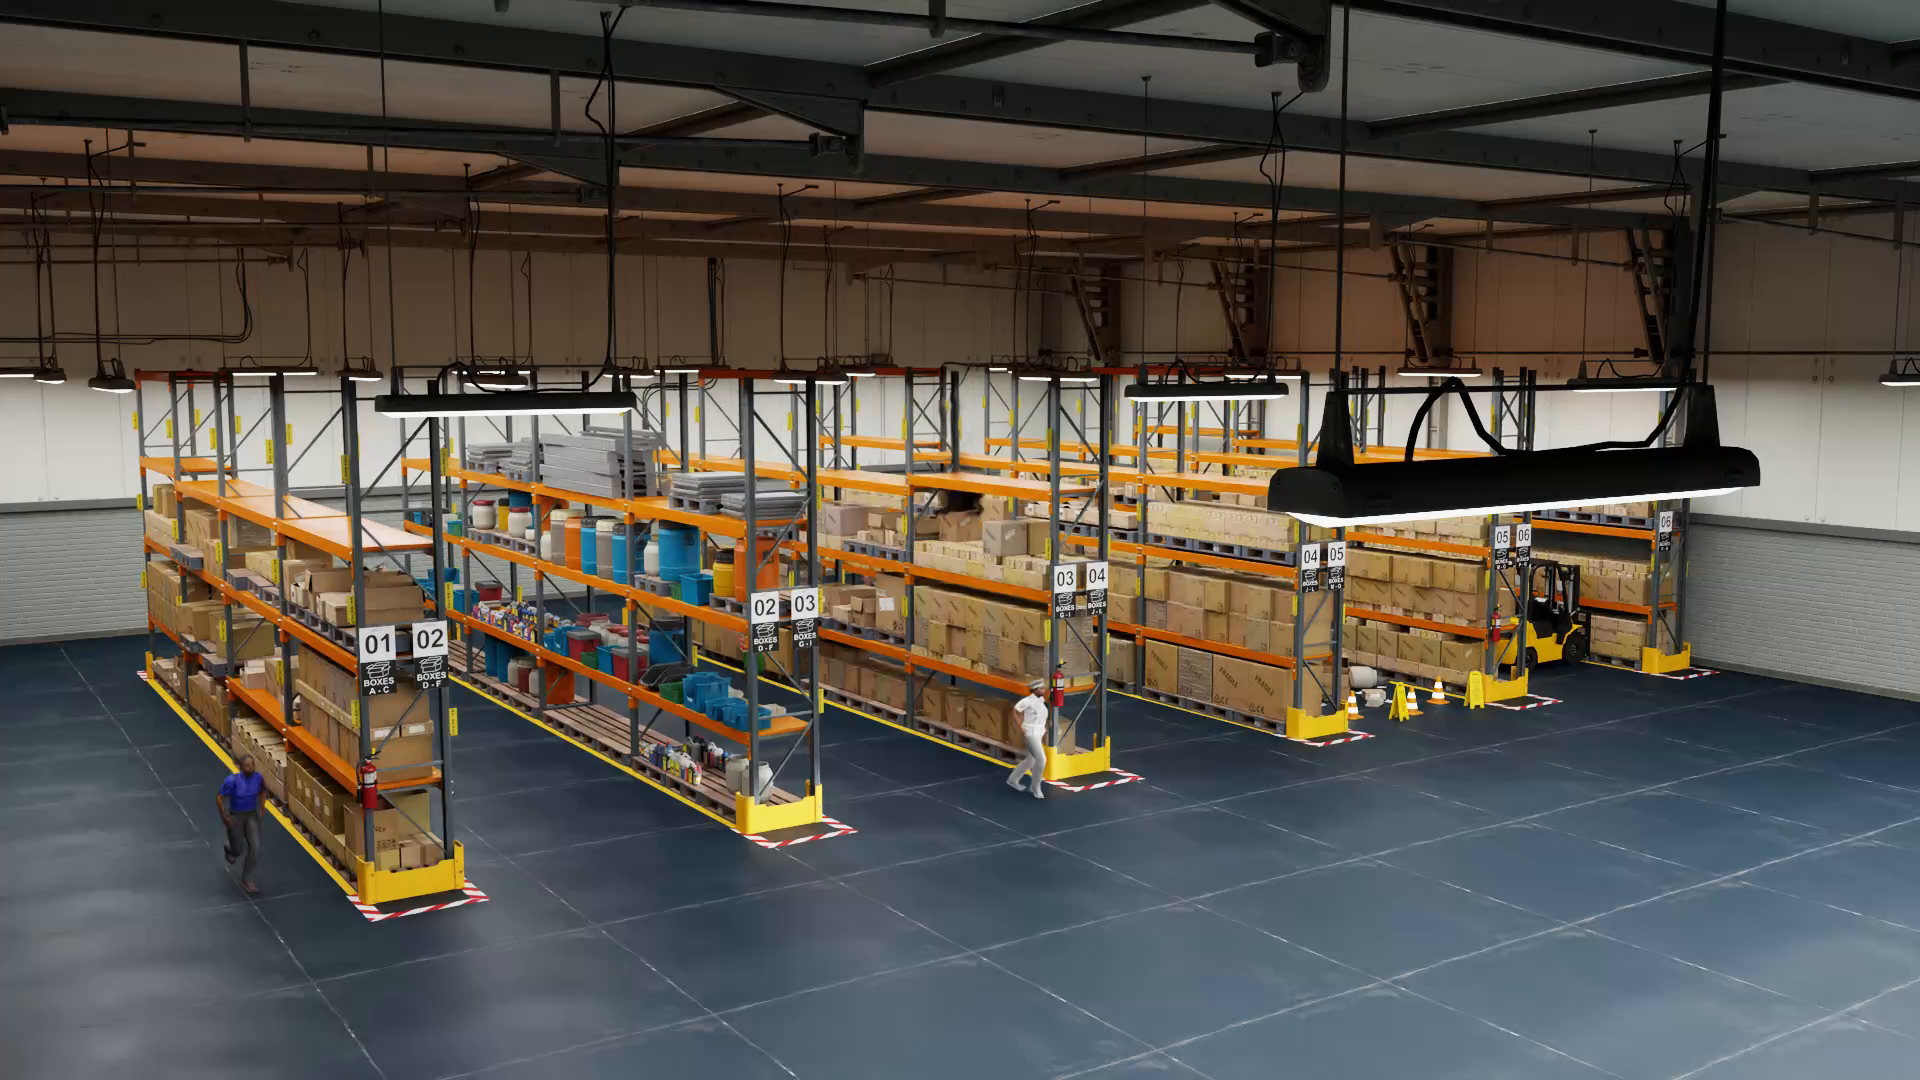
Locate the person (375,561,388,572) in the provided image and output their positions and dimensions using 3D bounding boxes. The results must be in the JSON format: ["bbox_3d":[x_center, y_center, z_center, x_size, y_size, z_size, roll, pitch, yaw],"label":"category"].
[{"bbox_3d":[-13.026,1.291,37.521,0.560,1.656,0.630,-2,7,-13],"label":"person"}]

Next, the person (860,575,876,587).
[{"bbox_3d":[-2.332,0.661,43.079,0.573,1.626,0.619,5,8,37],"label":"person"}]

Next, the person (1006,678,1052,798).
[{"bbox_3d":[1.013,2.840,23.861,0.661,1.760,0.602,4,7,30],"label":"person"}]

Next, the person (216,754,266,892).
[{"bbox_3d":[-8.552,3.337,19.794,0.585,1.627,0.803,-6,9,-44],"label":"person"}]

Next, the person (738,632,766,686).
[{"bbox_3d":[-3.784,2.058,30.479,0.649,1.723,0.719,-4,8,-31],"label":"person"}]
